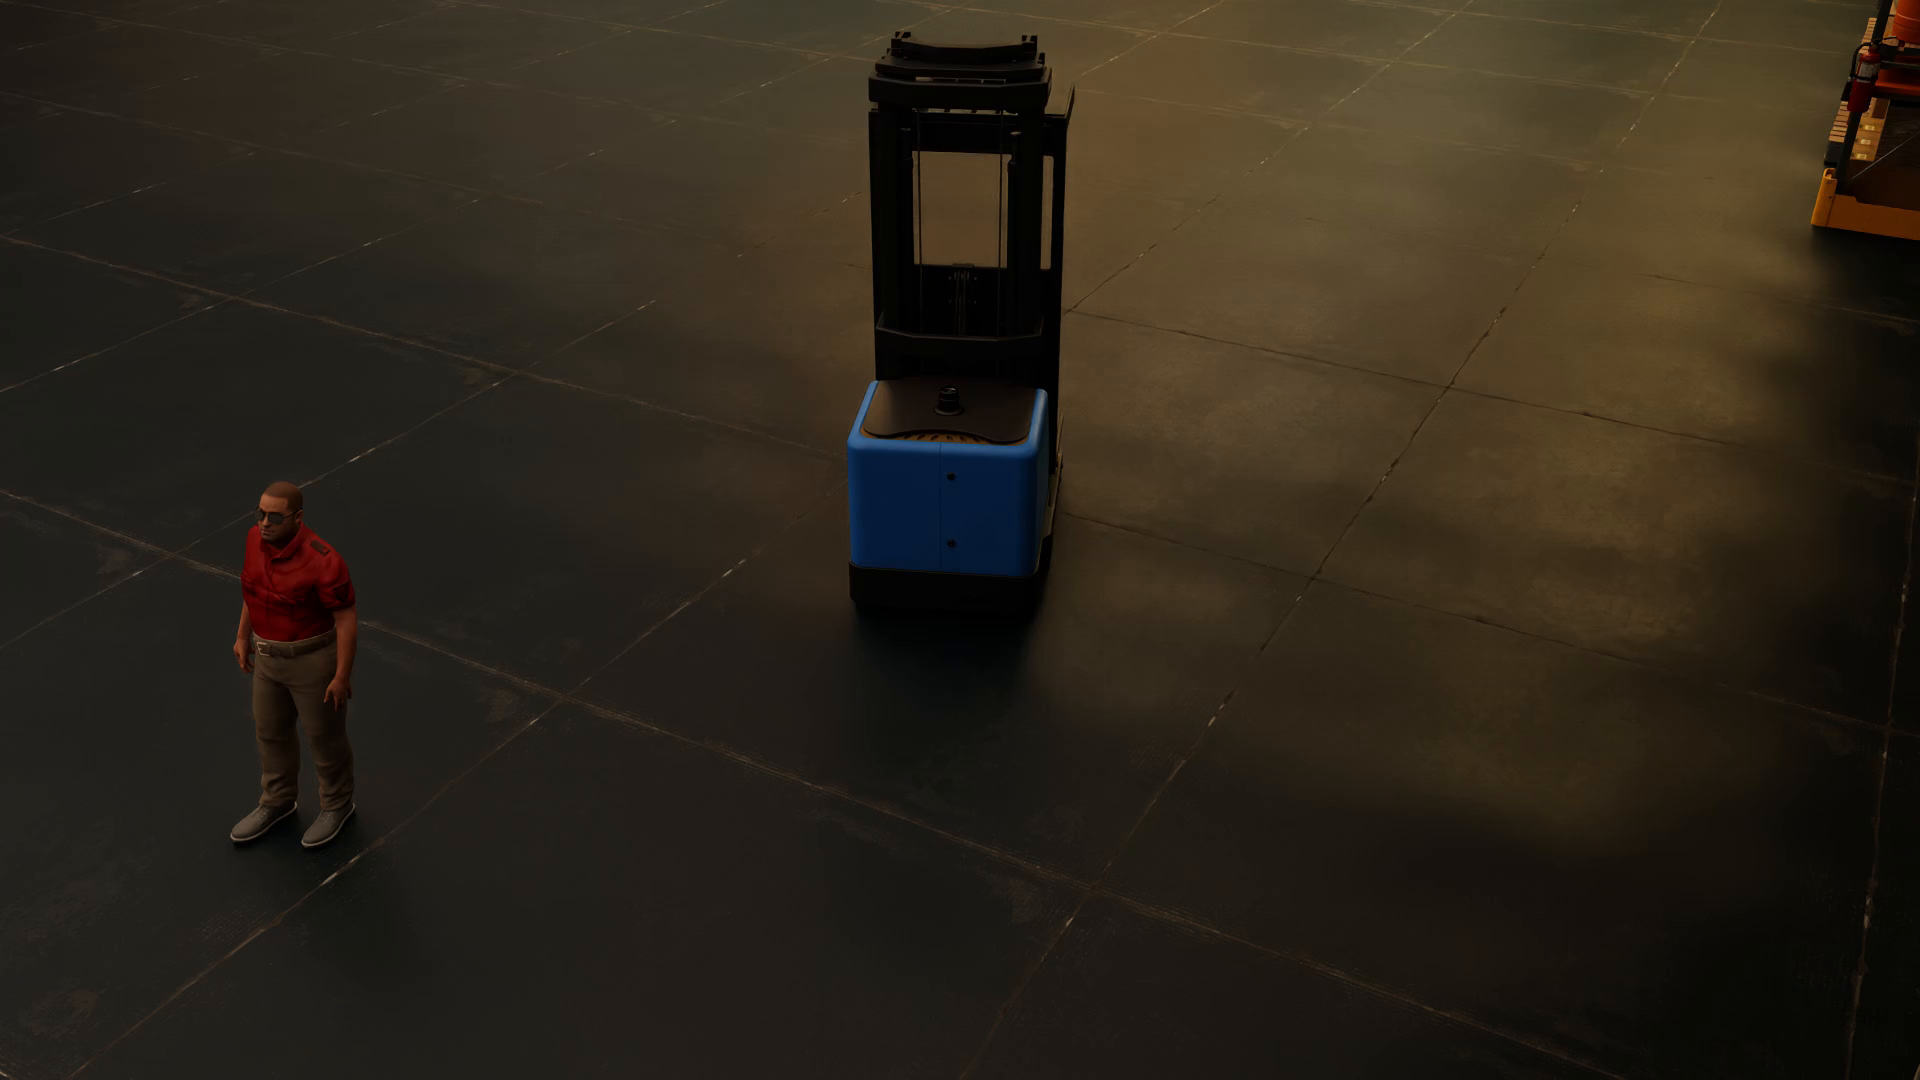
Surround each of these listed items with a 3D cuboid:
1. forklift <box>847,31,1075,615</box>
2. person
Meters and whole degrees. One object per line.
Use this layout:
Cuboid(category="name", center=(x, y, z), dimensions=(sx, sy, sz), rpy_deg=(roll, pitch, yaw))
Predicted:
Cuboid(category="forklift", center=(0.072, -1.572, 9.794), dimensions=(1.130, 2.935, 3.031), rpy_deg=(3, 30, 6))
Cuboid(category="person", center=(-2.955, 0.572, 7.268), dimensions=(0.640, 1.727, 0.551), rpy_deg=(13, 33, 22))
